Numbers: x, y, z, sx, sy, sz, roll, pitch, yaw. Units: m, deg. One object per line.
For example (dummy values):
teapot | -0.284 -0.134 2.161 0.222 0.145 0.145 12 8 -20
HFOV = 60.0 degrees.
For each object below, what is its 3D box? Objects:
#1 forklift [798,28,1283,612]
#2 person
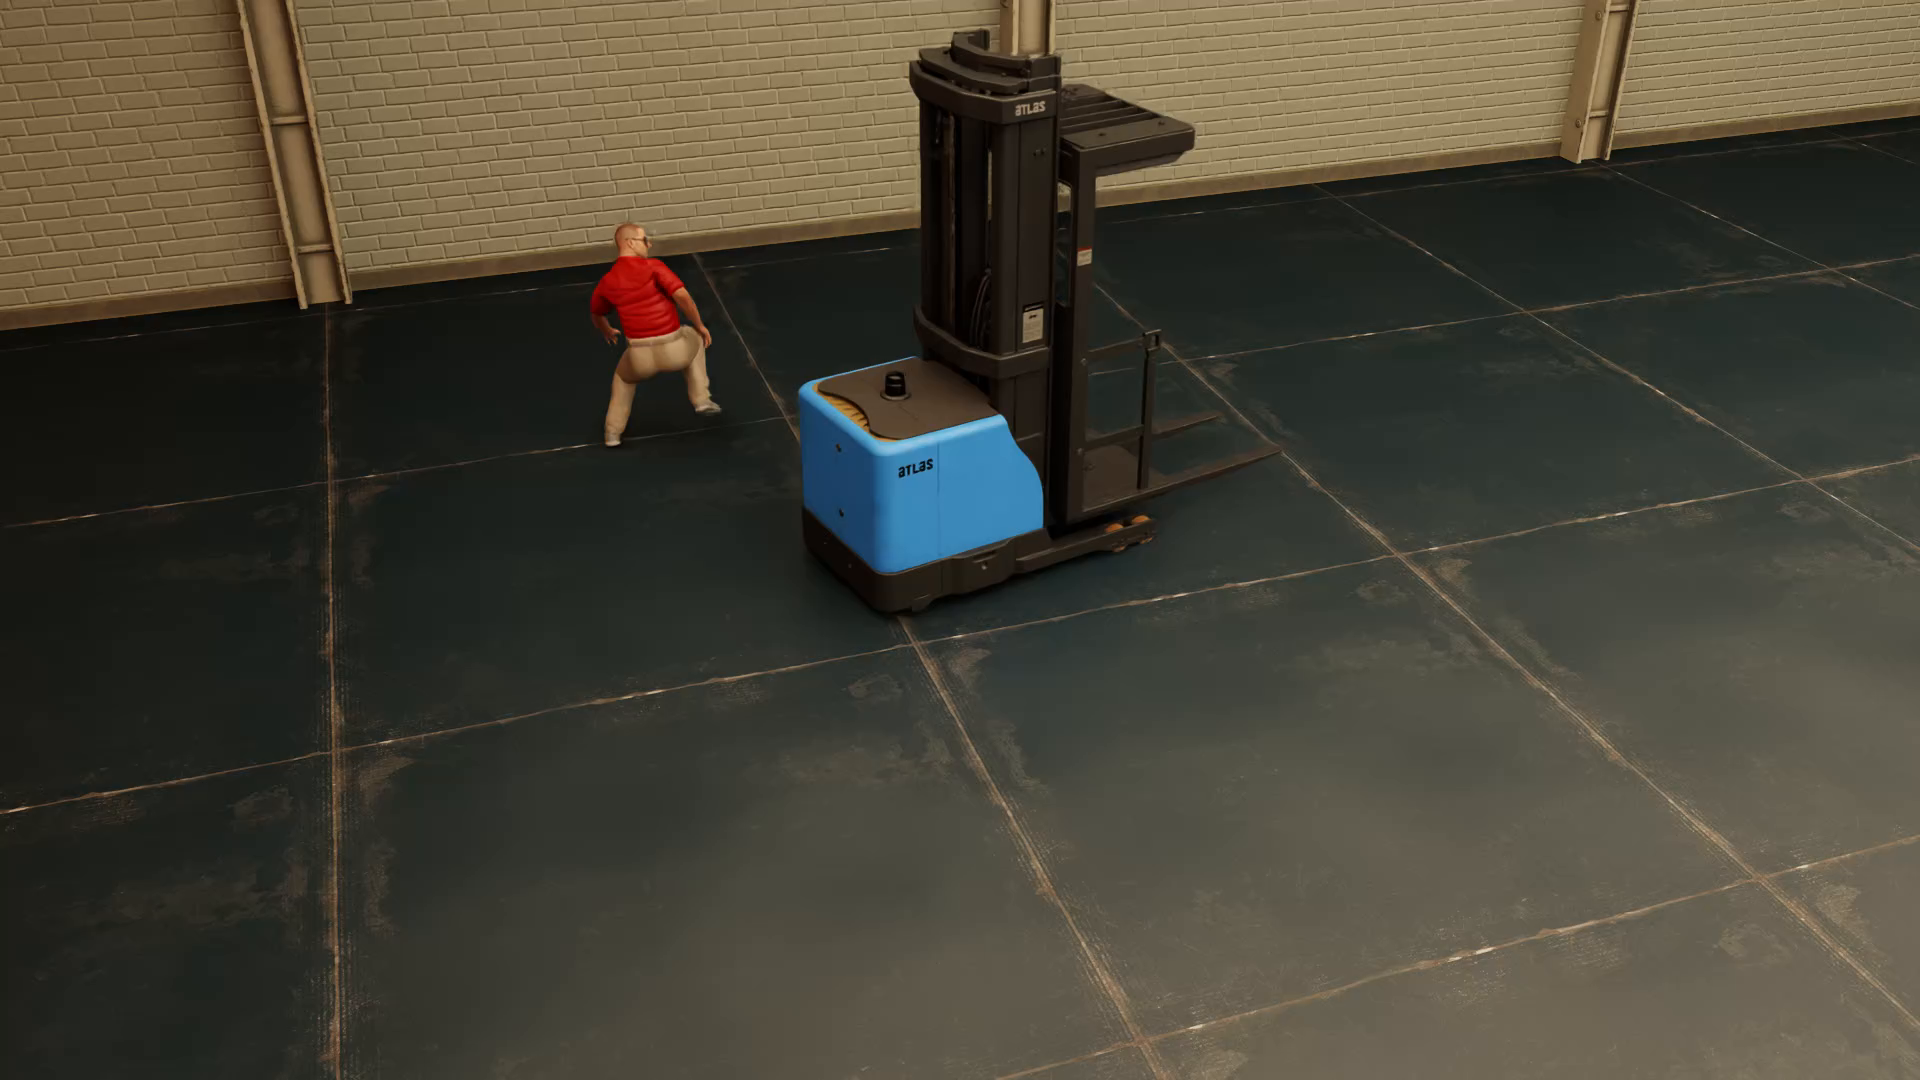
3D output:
forklift | 0.597 -1.407 9.532 3.031 2.935 1.130 -17 34 -27
person | -2.020 -1.341 10.926 0.794 1.505 0.669 0 30 0
